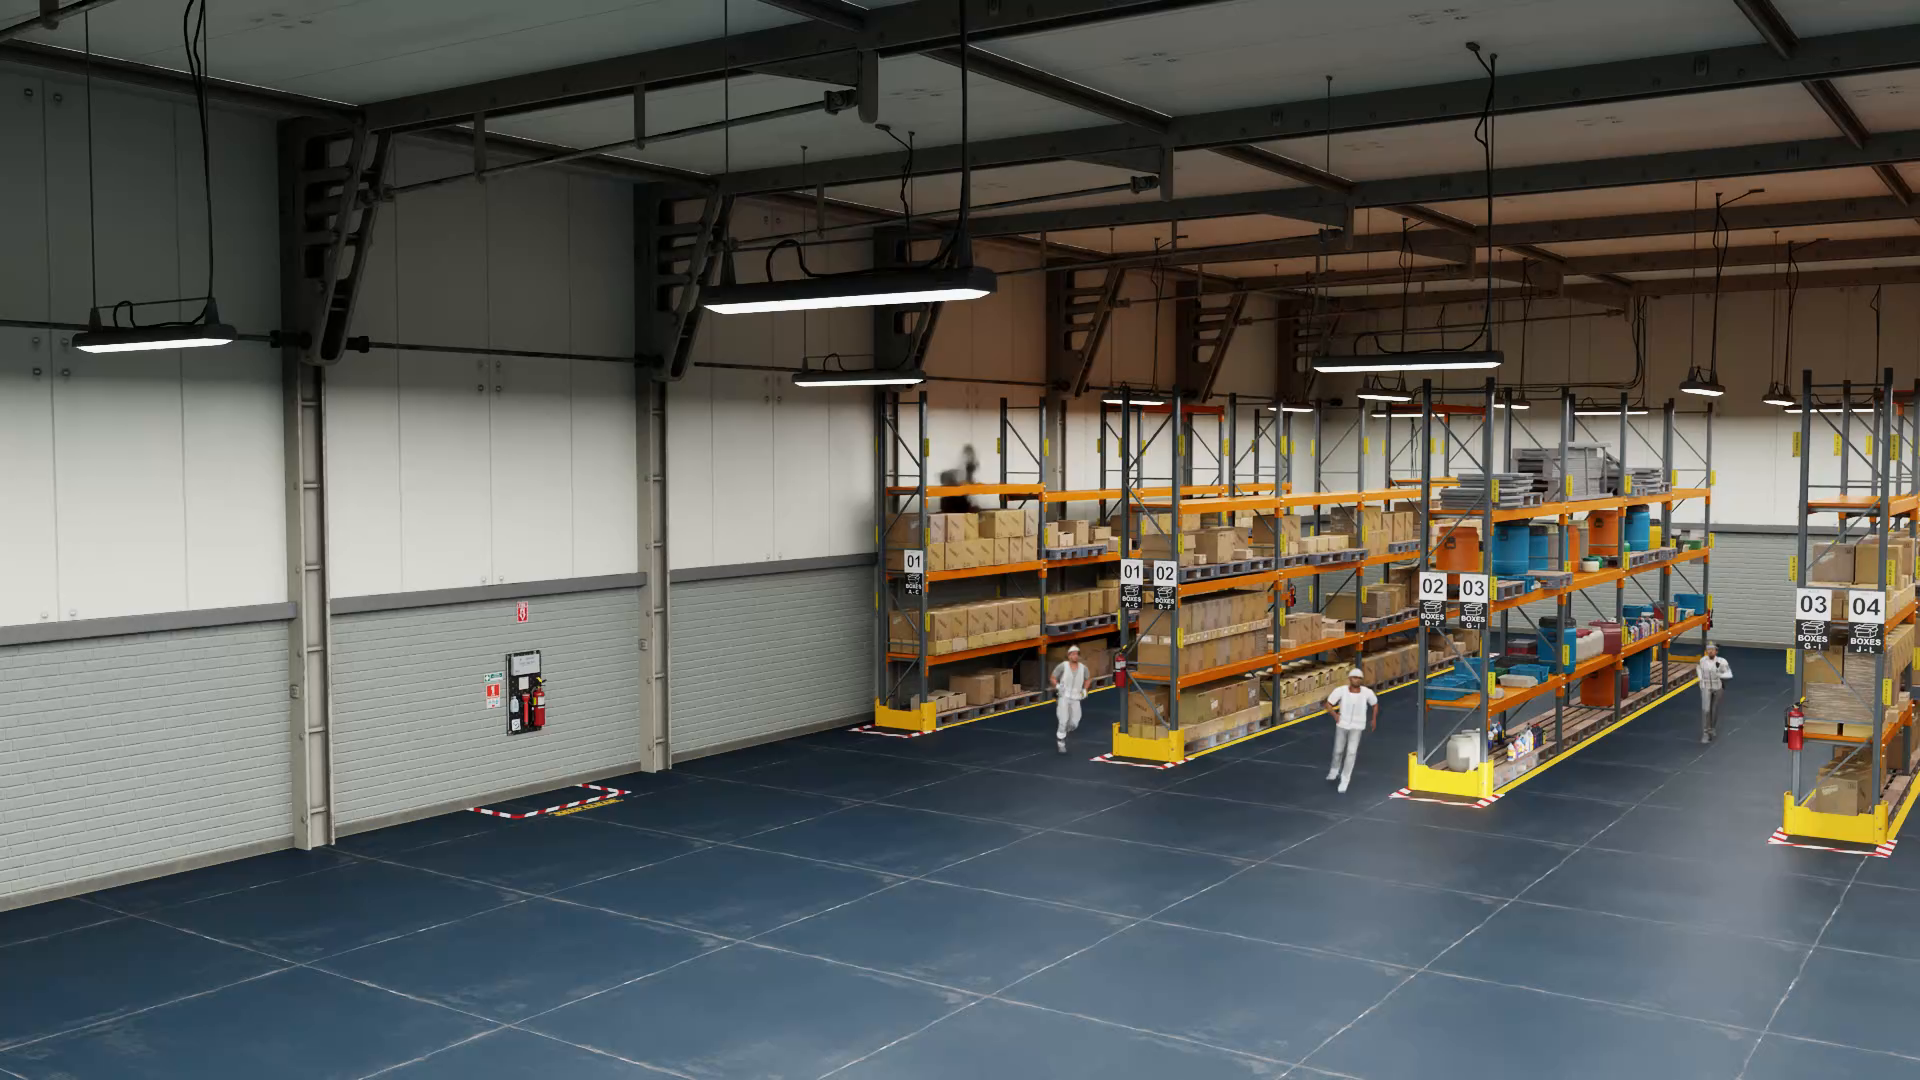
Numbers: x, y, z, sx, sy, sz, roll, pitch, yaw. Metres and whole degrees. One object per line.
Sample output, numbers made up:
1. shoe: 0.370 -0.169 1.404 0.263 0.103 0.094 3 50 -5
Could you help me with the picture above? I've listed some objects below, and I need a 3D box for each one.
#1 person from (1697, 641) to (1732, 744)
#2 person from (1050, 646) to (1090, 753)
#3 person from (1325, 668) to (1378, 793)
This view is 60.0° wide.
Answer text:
1. person: 12.860 2.590 28.375 0.584 1.754 0.749 2 4 29
2. person: 1.813 2.591 27.139 0.684 1.729 0.644 0 3 -6
3. person: 5.747 2.774 24.445 0.758 1.787 0.826 1 3 15
